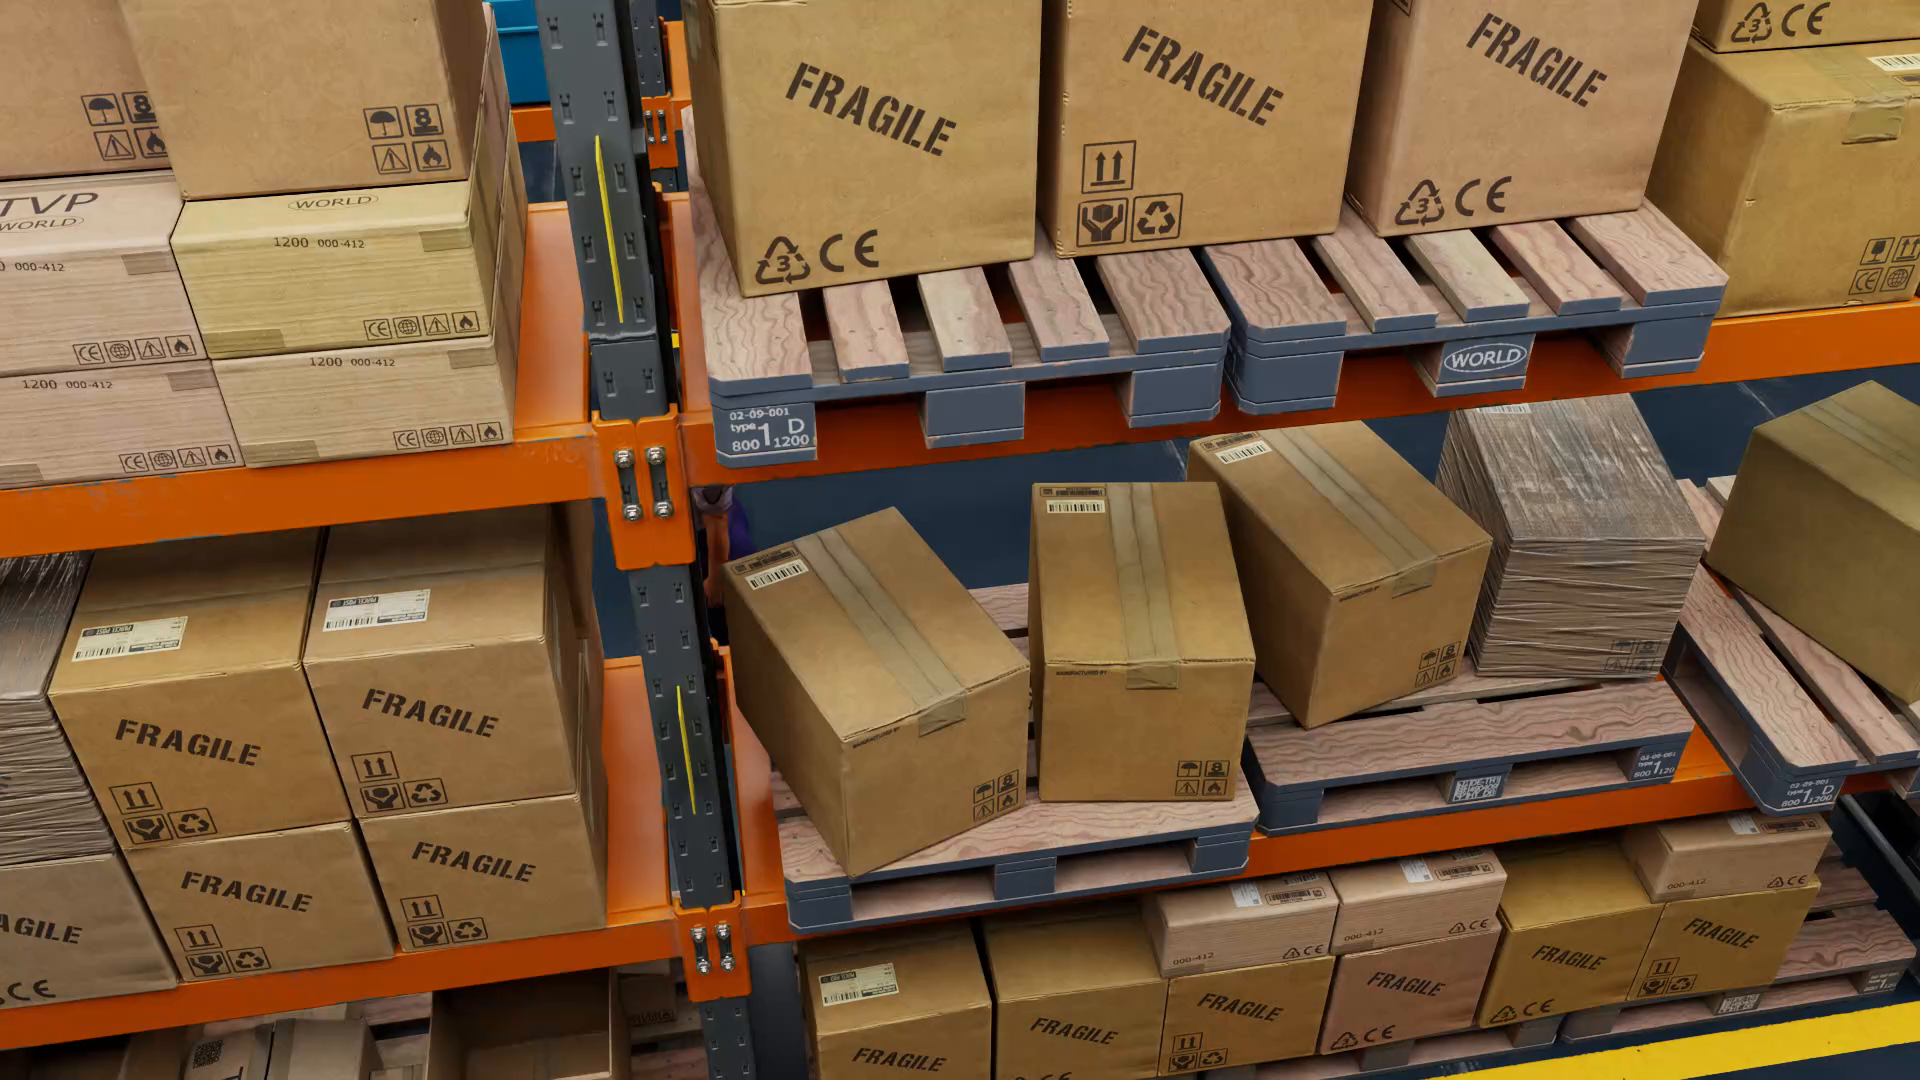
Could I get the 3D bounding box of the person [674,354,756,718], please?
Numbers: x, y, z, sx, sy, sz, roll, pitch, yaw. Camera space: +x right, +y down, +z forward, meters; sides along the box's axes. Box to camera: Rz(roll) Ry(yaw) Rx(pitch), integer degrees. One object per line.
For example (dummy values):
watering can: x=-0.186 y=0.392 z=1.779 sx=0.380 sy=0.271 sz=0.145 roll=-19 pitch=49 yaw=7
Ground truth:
person: x=-1.047 y=0.026 z=6.126 sx=0.693 sy=1.635 sz=0.489 roll=-7 pitch=39 yaw=-9
